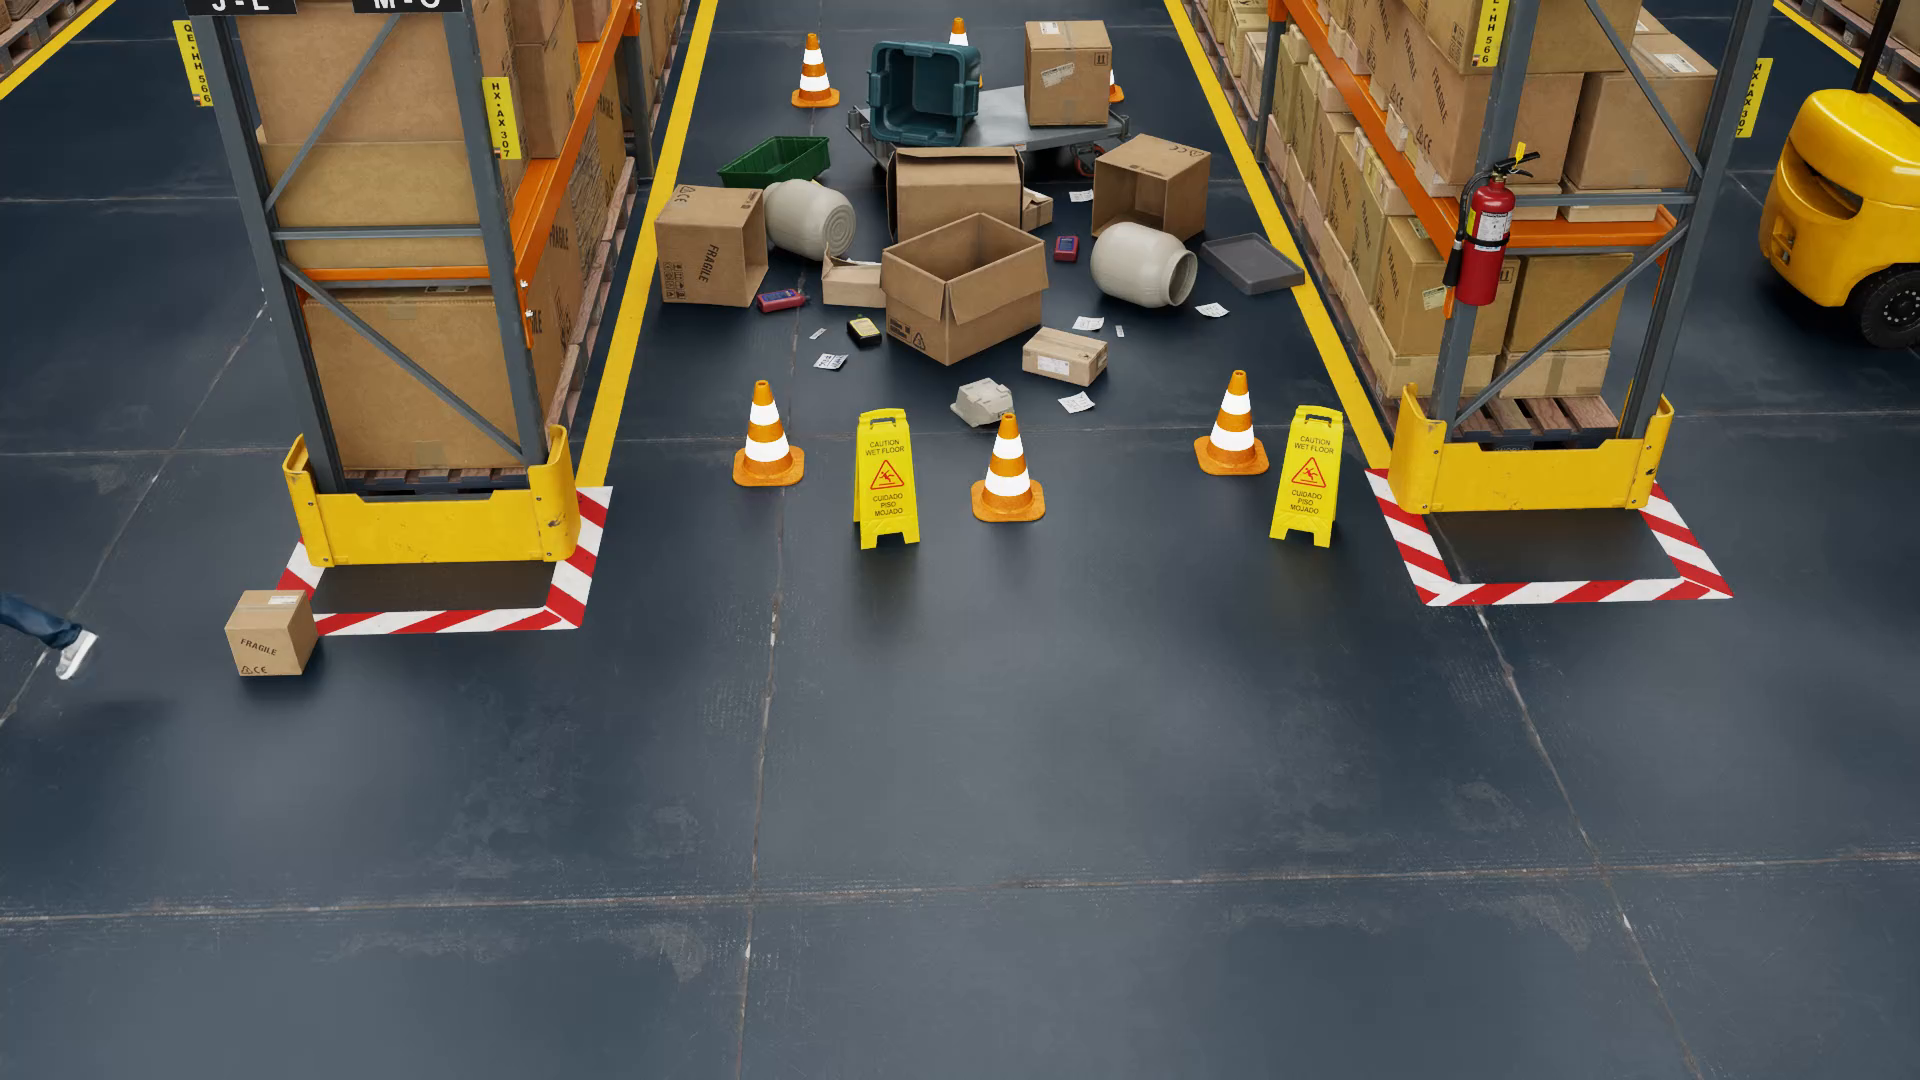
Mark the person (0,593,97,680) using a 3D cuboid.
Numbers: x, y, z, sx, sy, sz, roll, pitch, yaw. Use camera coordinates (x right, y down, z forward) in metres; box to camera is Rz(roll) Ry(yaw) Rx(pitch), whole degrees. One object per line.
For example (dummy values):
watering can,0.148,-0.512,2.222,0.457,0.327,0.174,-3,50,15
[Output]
person,-3.725,0.014,6.114,0.719,1.570,0.416,-1,36,-1
